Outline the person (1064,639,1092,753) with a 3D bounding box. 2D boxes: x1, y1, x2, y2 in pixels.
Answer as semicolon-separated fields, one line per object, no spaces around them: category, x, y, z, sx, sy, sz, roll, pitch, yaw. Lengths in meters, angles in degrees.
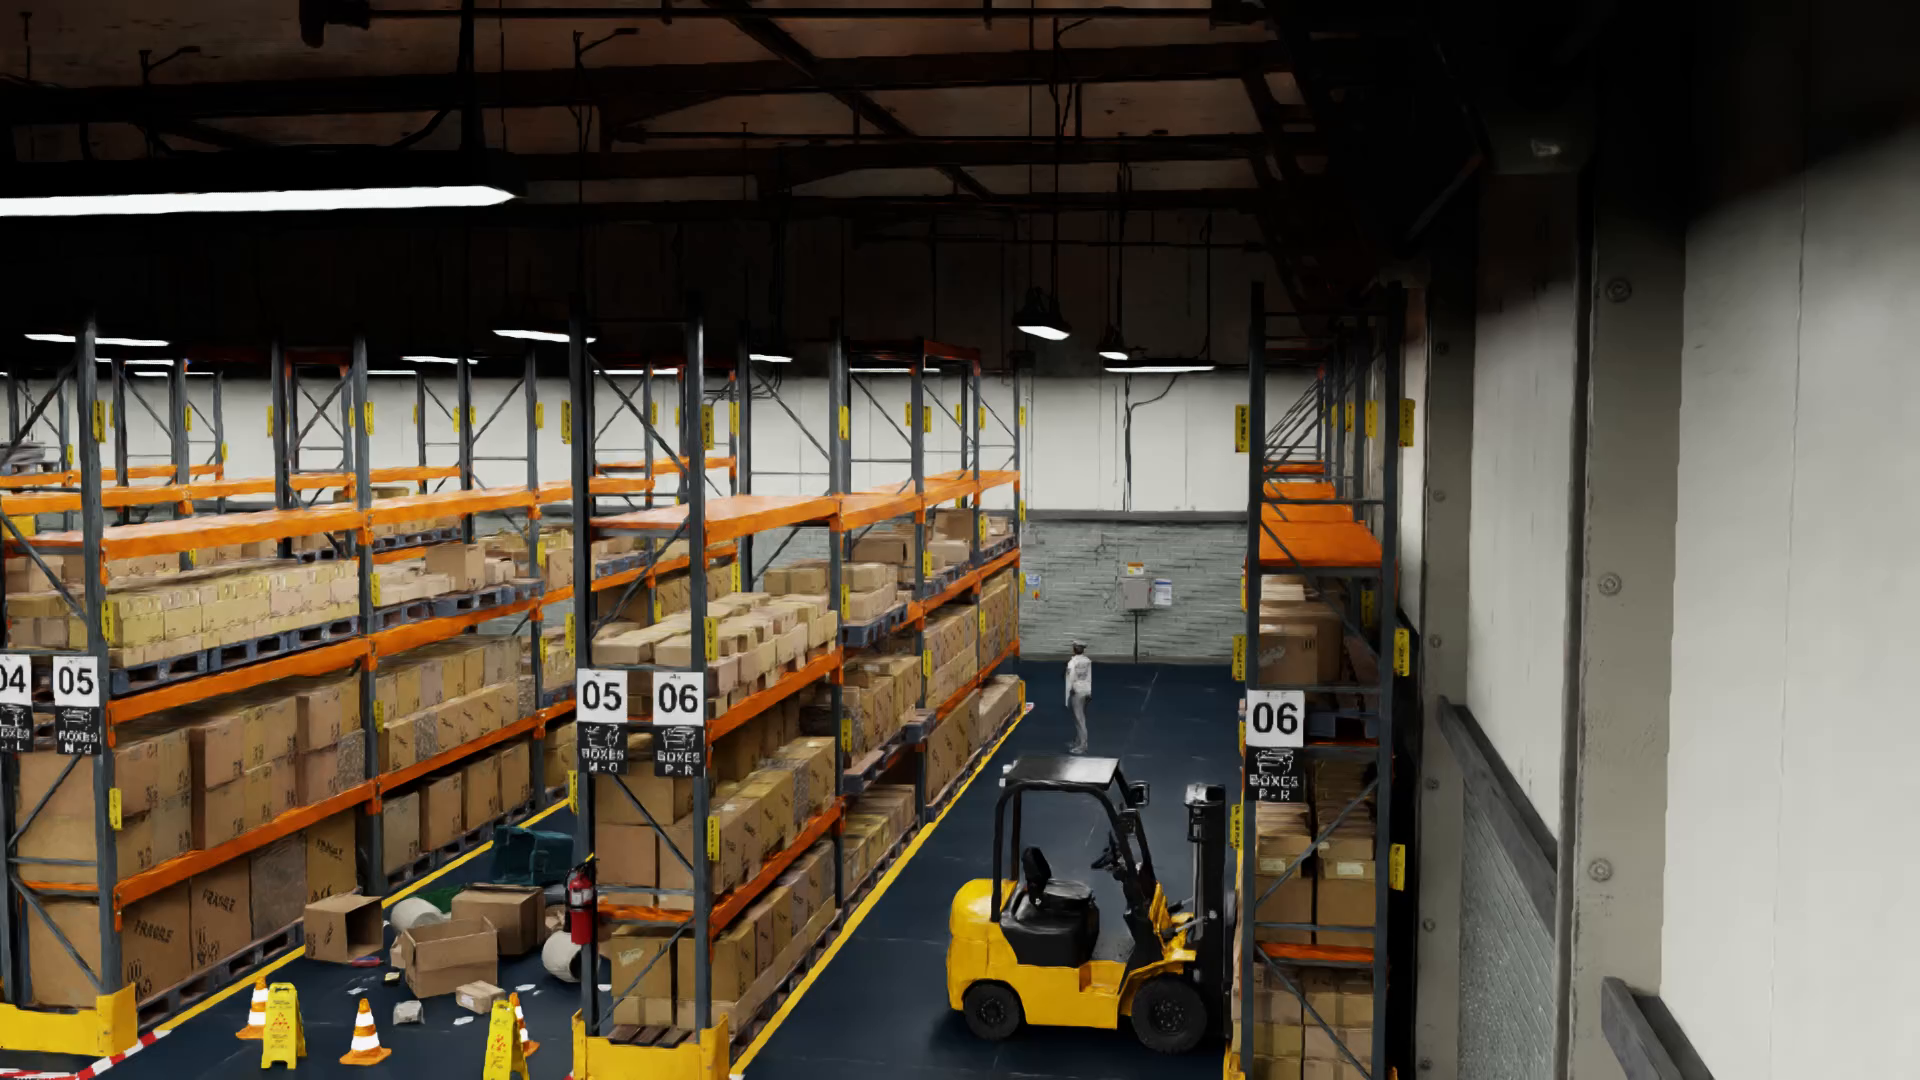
person;1.758;2.316;24.919;0.538;1.665;0.573;4;6;39
